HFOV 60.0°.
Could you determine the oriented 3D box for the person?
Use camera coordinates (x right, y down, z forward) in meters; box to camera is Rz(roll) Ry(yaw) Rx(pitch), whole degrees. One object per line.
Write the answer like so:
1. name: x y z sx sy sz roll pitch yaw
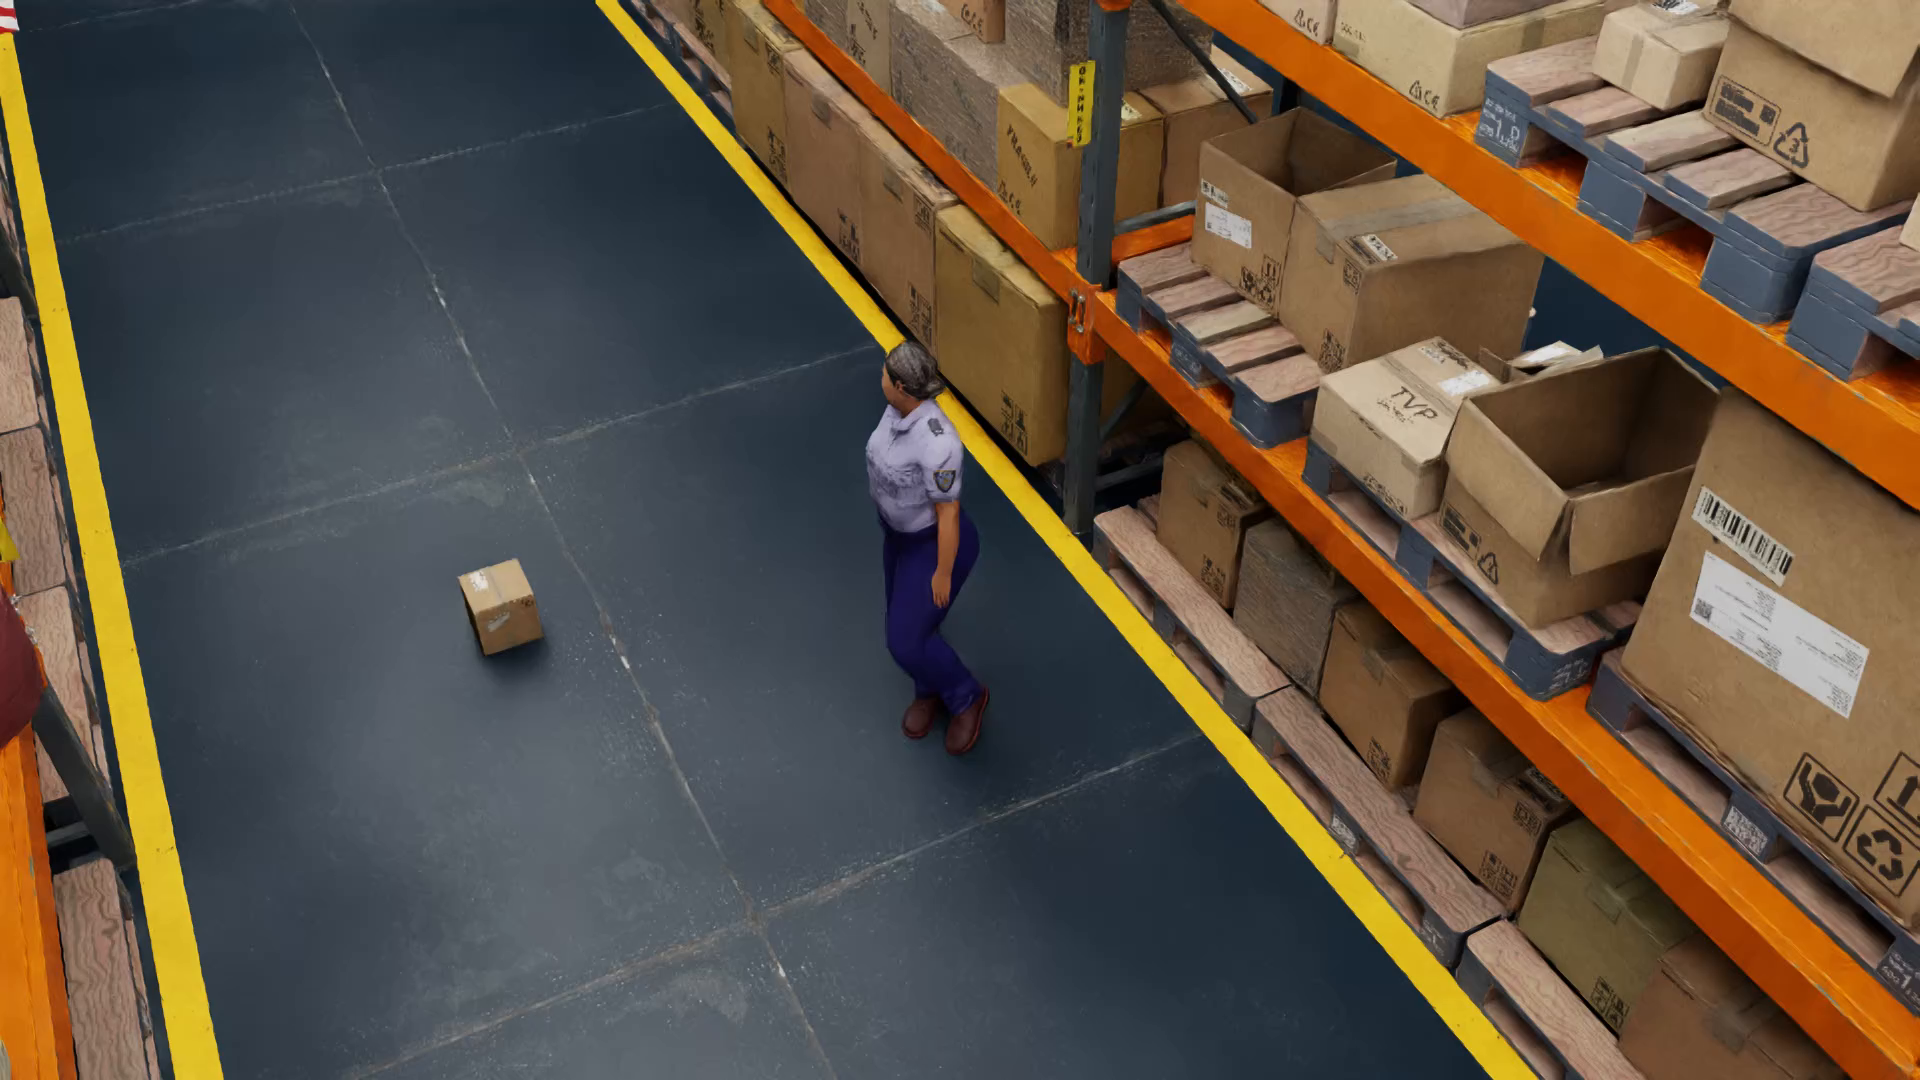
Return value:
1. person: -0.158 0.054 6.122 0.382 1.641 0.660 -19 45 -20
